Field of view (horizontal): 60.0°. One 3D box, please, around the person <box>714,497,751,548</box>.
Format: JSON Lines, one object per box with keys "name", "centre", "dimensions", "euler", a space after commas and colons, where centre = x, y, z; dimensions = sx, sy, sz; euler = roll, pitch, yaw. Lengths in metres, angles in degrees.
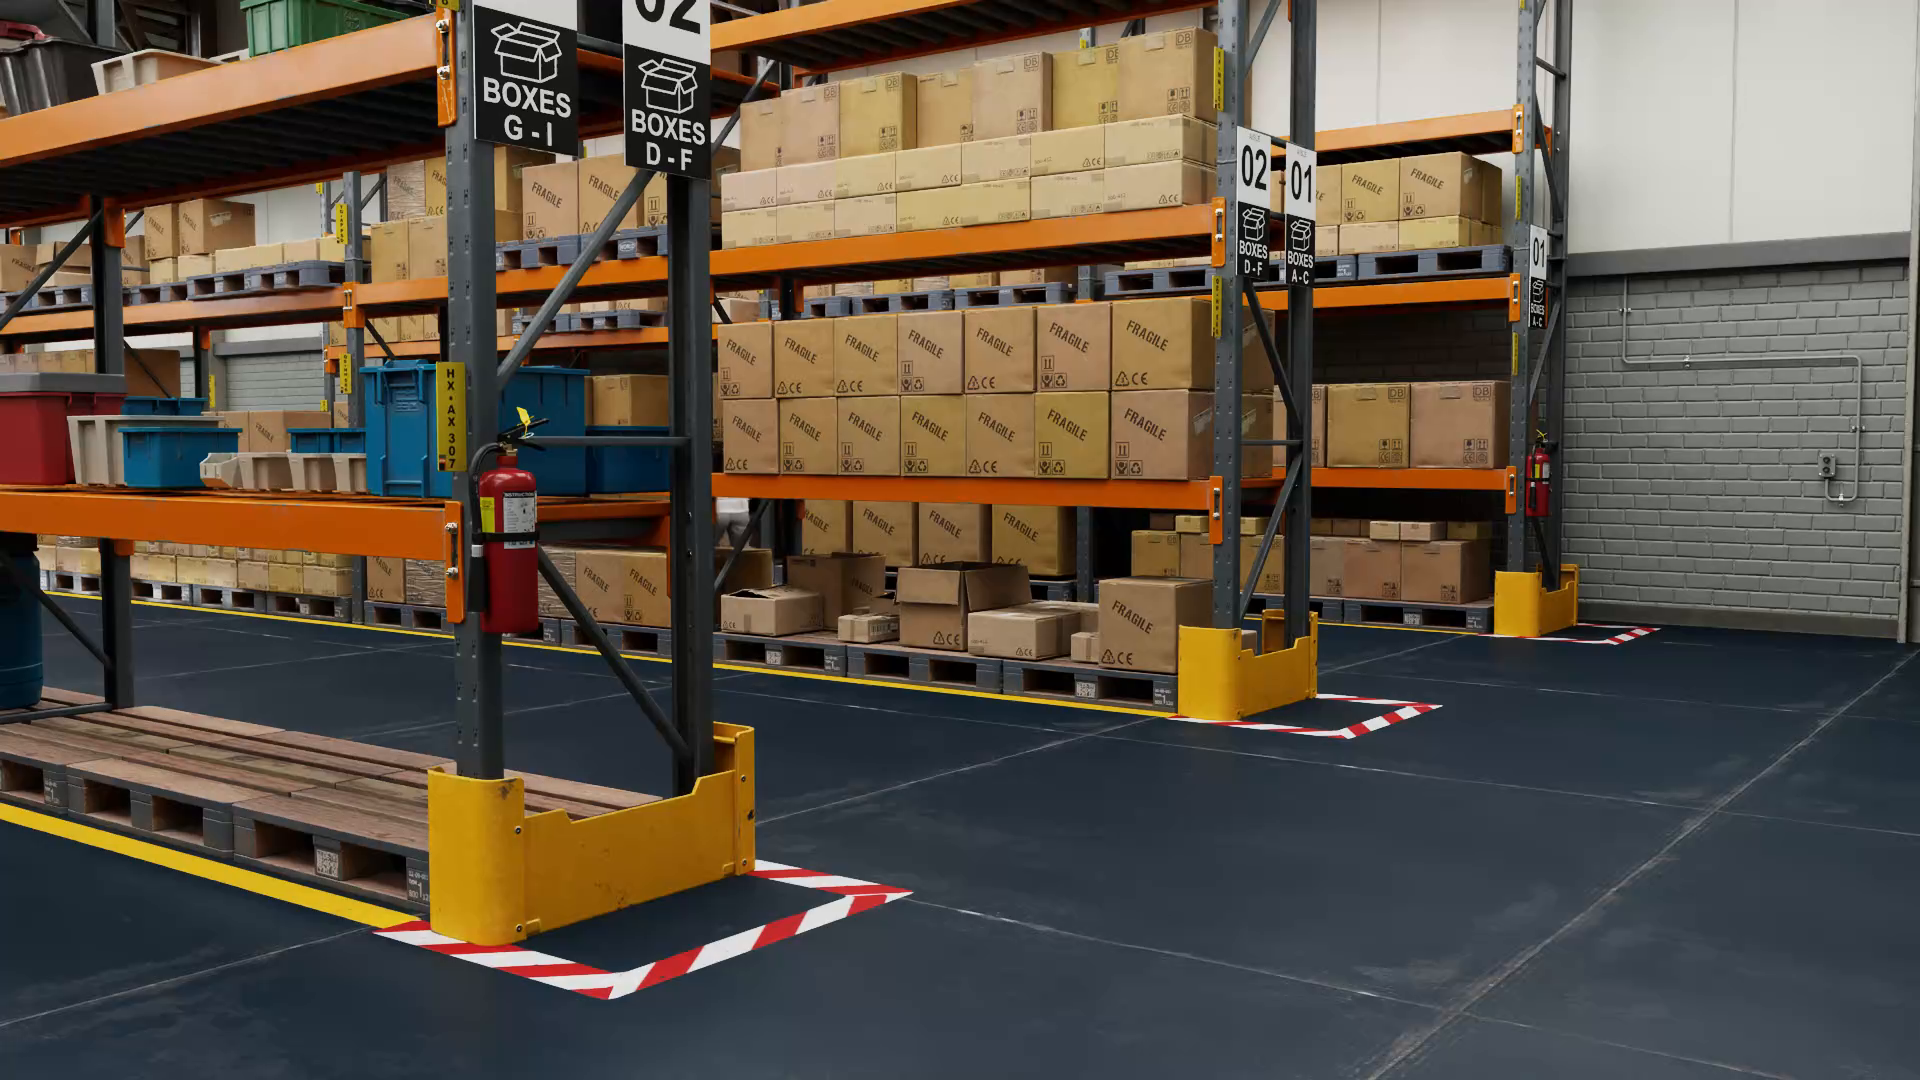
{"name": "person", "centre": [-2.177, -0.230, 15.557], "dimensions": [0.493, 1.621, 0.929], "euler": [-2, 4, -29]}
